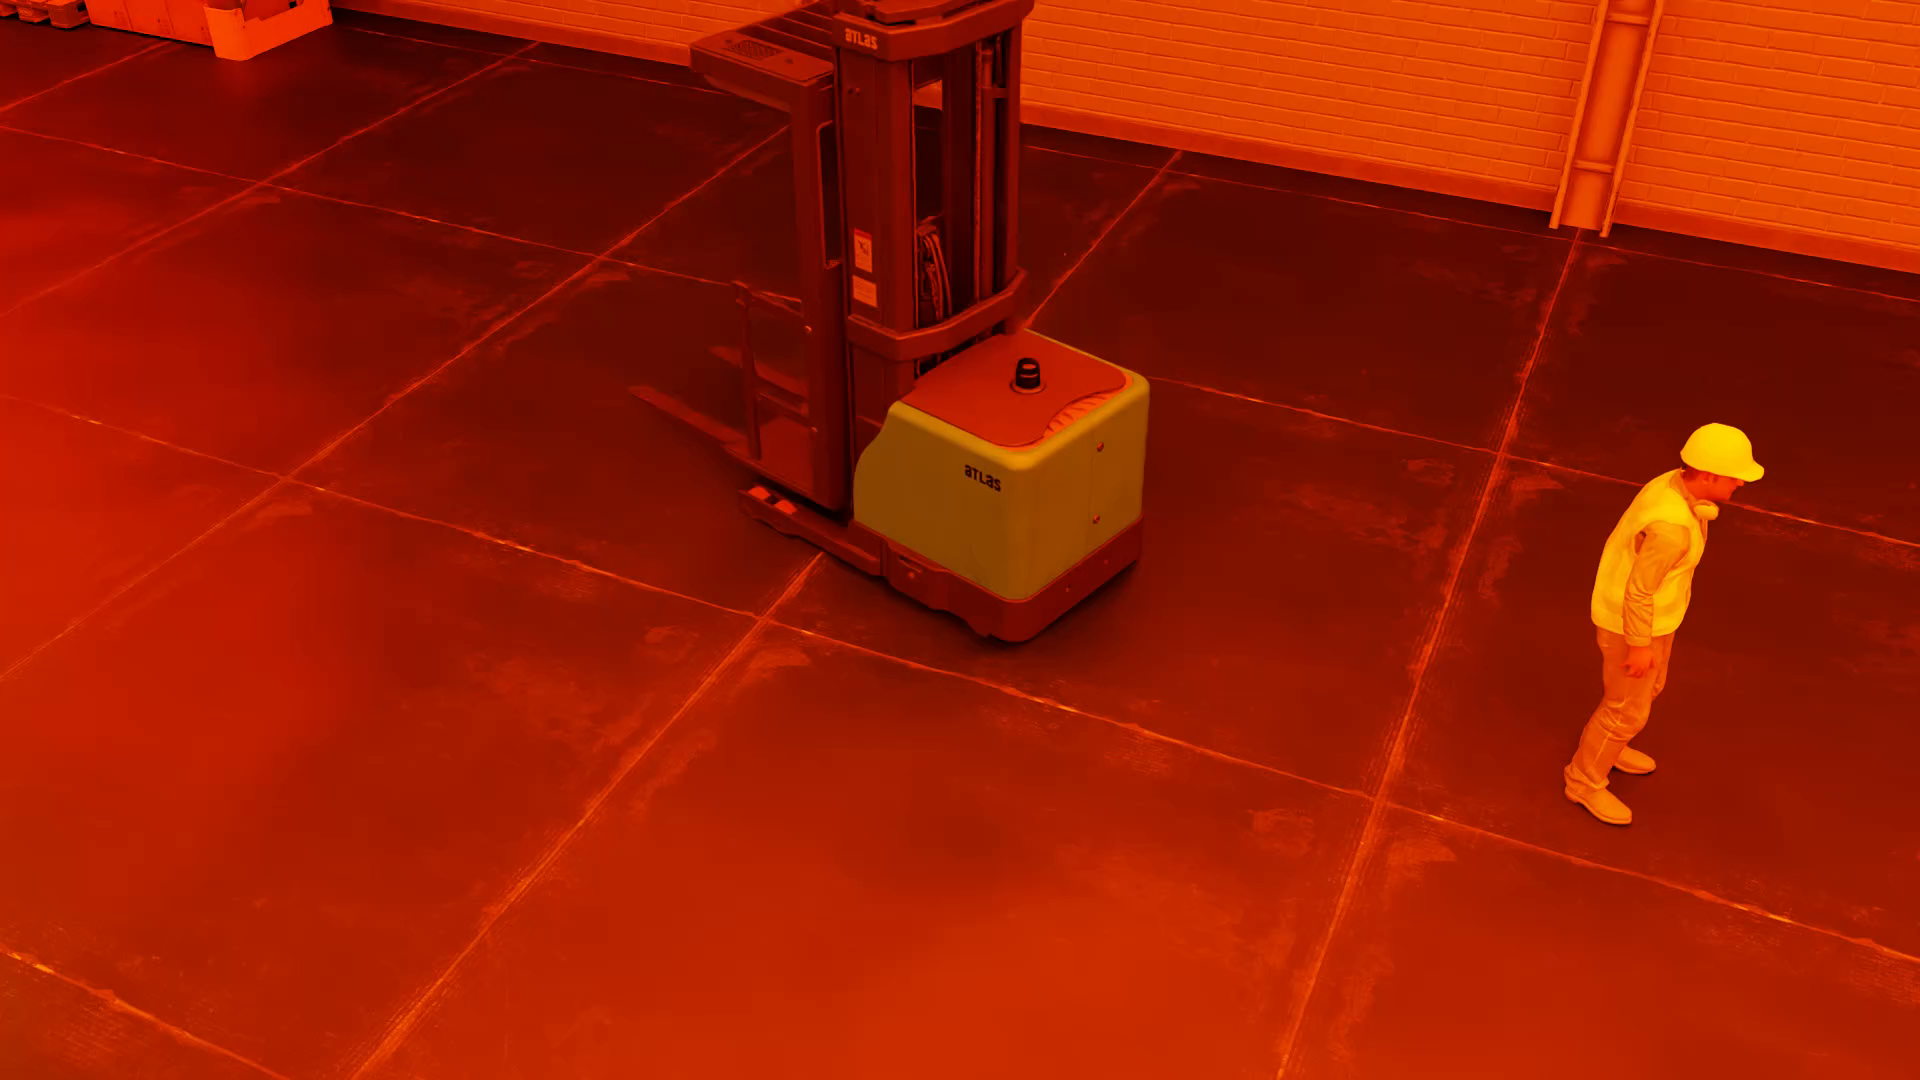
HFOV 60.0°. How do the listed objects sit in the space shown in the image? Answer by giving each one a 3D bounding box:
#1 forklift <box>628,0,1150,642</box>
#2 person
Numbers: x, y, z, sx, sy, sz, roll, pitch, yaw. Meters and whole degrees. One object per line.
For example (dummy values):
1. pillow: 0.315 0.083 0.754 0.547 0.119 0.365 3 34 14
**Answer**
1. forklift: -0.528 -1.436 8.099 3.031 2.935 1.130 27 43 32
2. person: 2.767 0.298 6.670 0.467 1.769 0.579 20 40 25
